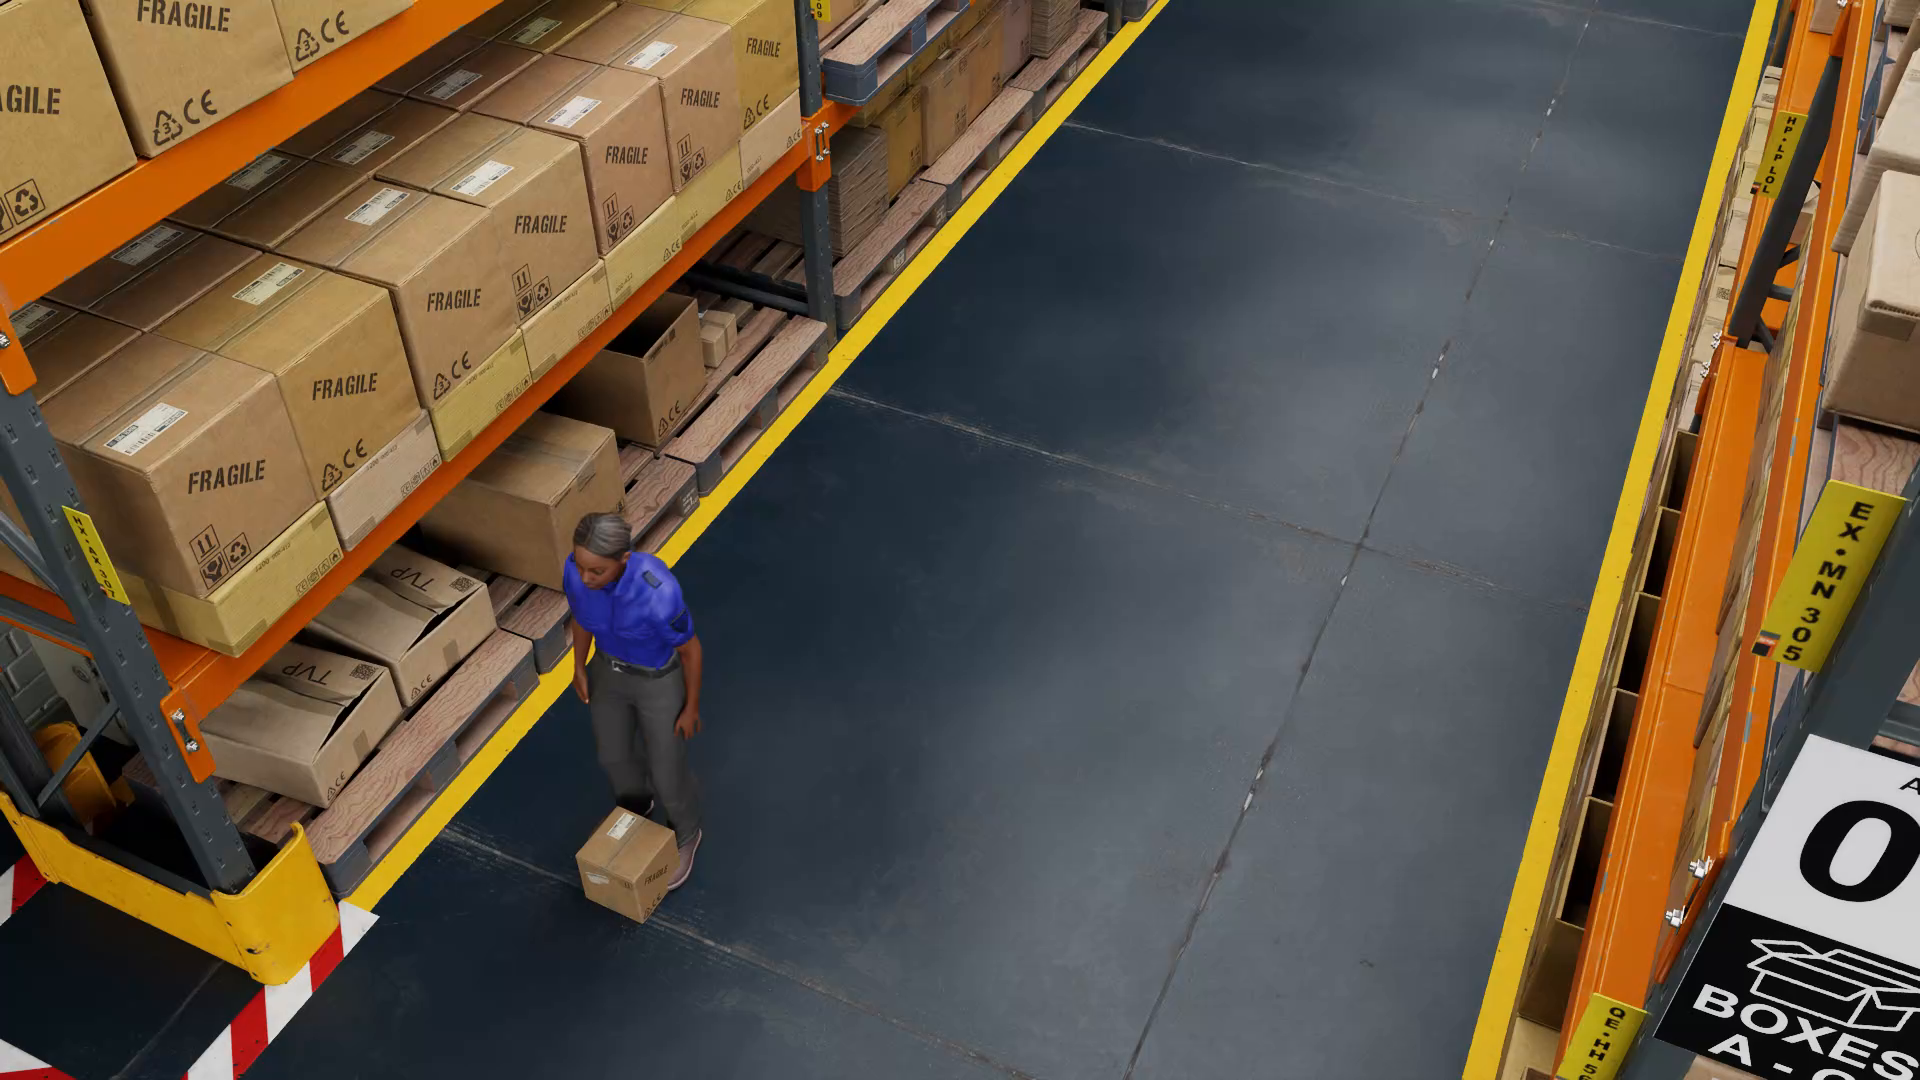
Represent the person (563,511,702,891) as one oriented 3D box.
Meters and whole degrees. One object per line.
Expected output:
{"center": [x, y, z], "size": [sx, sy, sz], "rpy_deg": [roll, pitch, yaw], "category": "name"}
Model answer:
{"center": [-1.102, 0.507, 5.605], "size": [0.512, 1.654, 0.392], "rpy_deg": [17, 45, 18], "category": "person"}
